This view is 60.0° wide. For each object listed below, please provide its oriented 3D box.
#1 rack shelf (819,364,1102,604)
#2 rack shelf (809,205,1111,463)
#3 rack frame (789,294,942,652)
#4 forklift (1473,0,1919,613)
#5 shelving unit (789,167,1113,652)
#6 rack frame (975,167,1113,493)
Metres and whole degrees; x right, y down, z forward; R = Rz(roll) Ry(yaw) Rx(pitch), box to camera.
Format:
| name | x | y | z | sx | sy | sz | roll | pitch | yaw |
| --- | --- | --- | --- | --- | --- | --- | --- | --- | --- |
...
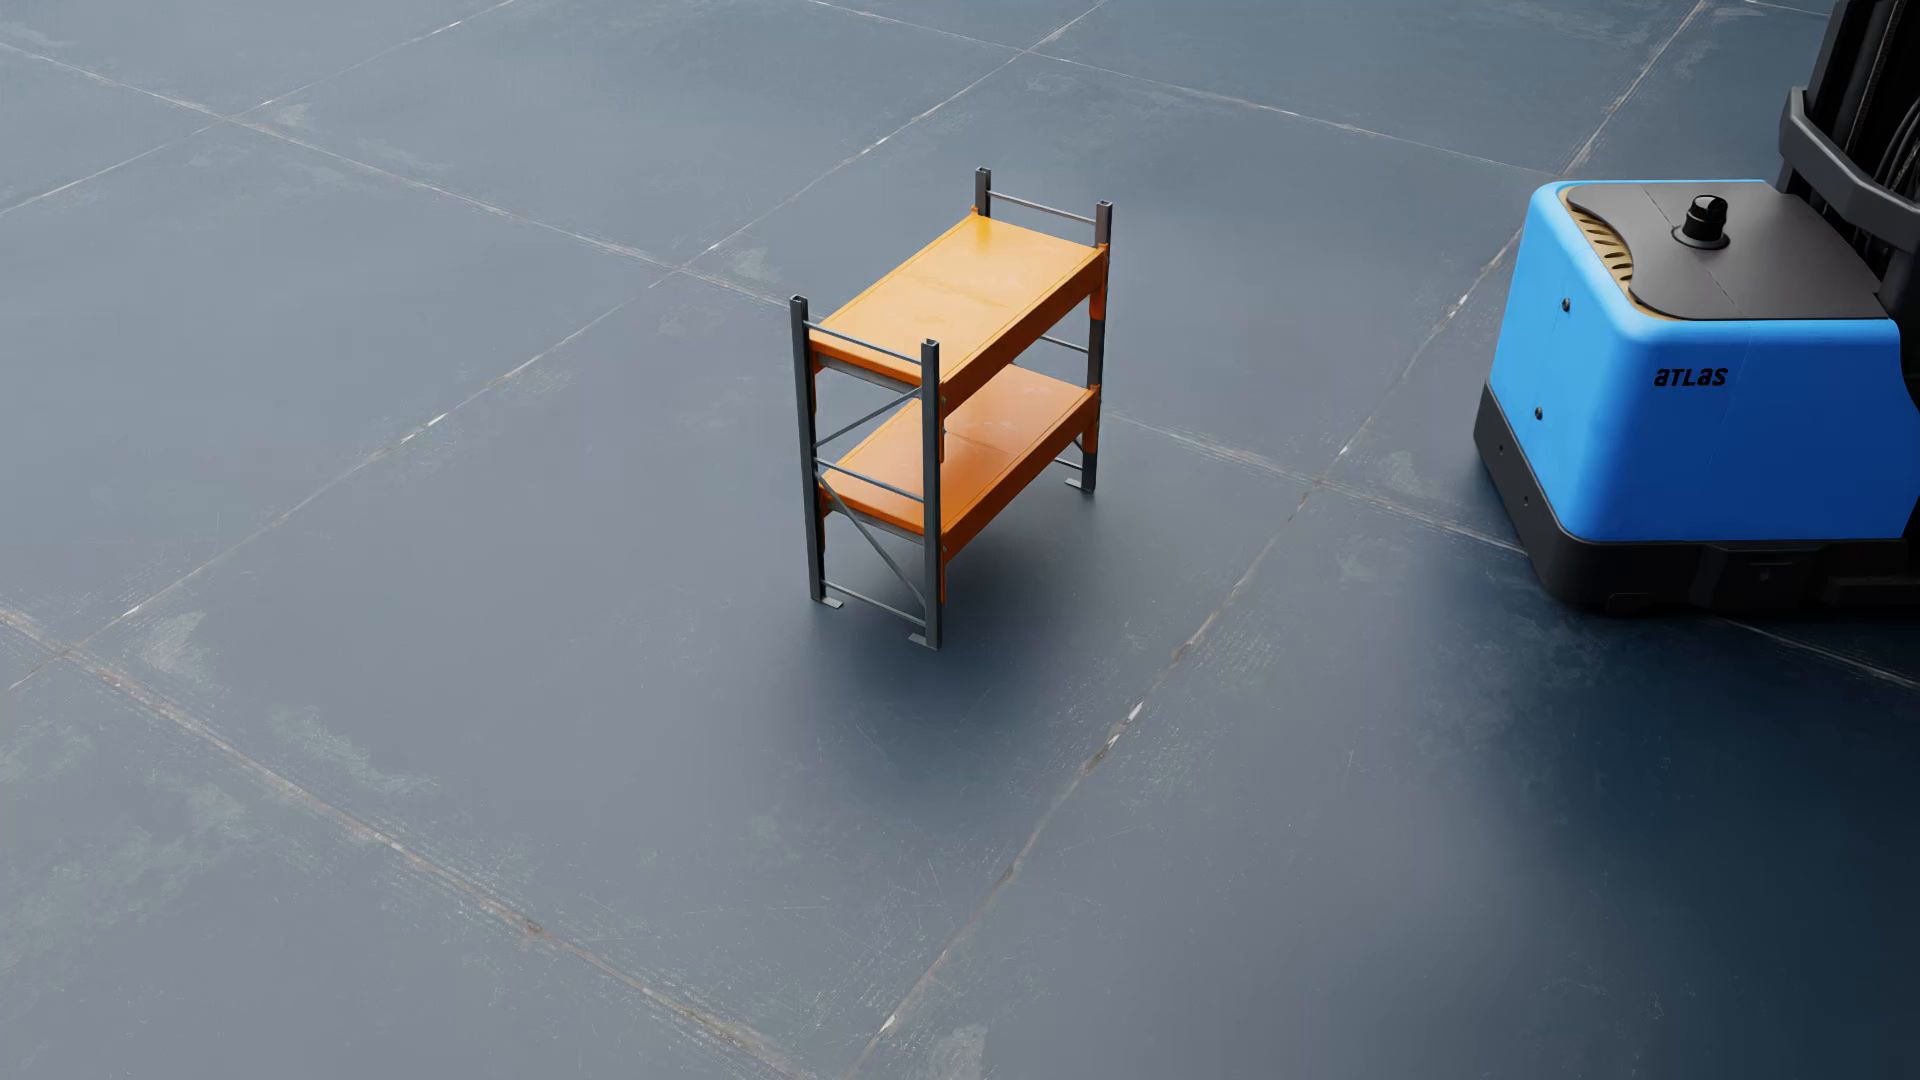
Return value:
| name | x | y | z | sx | sy | sz | roll | pitch | yaw |
| --- | --- | --- | --- | --- | --- | --- | --- | --- | --- |
| rack shelf | -0.004 | -0.248 | 5.551 | 0.538 | 0.278 | 1.000 | 21 | 42 | 25 |
| rack shelf | -0.004 | -0.674 | 5.223 | 0.538 | 0.278 | 1.000 | 21 | 42 | 25 |
| rack frame | -0.276 | -0.180 | 5.062 | 0.500 | 1.125 | 0.032 | 21 | 42 | 25 |
| forklift | 3.411 | -1.237 | 4.955 | 3.031 | 2.935 | 1.130 | -1 | 38 | -1 |
| shelving unit | -0.004 | -0.442 | 5.402 | 0.538 | 1.125 | 1.048 | 21 | 42 | 25 |
| rack frame | 0.269 | -0.704 | 5.742 | 0.500 | 1.125 | 0.032 | 21 | 42 | 25 |
